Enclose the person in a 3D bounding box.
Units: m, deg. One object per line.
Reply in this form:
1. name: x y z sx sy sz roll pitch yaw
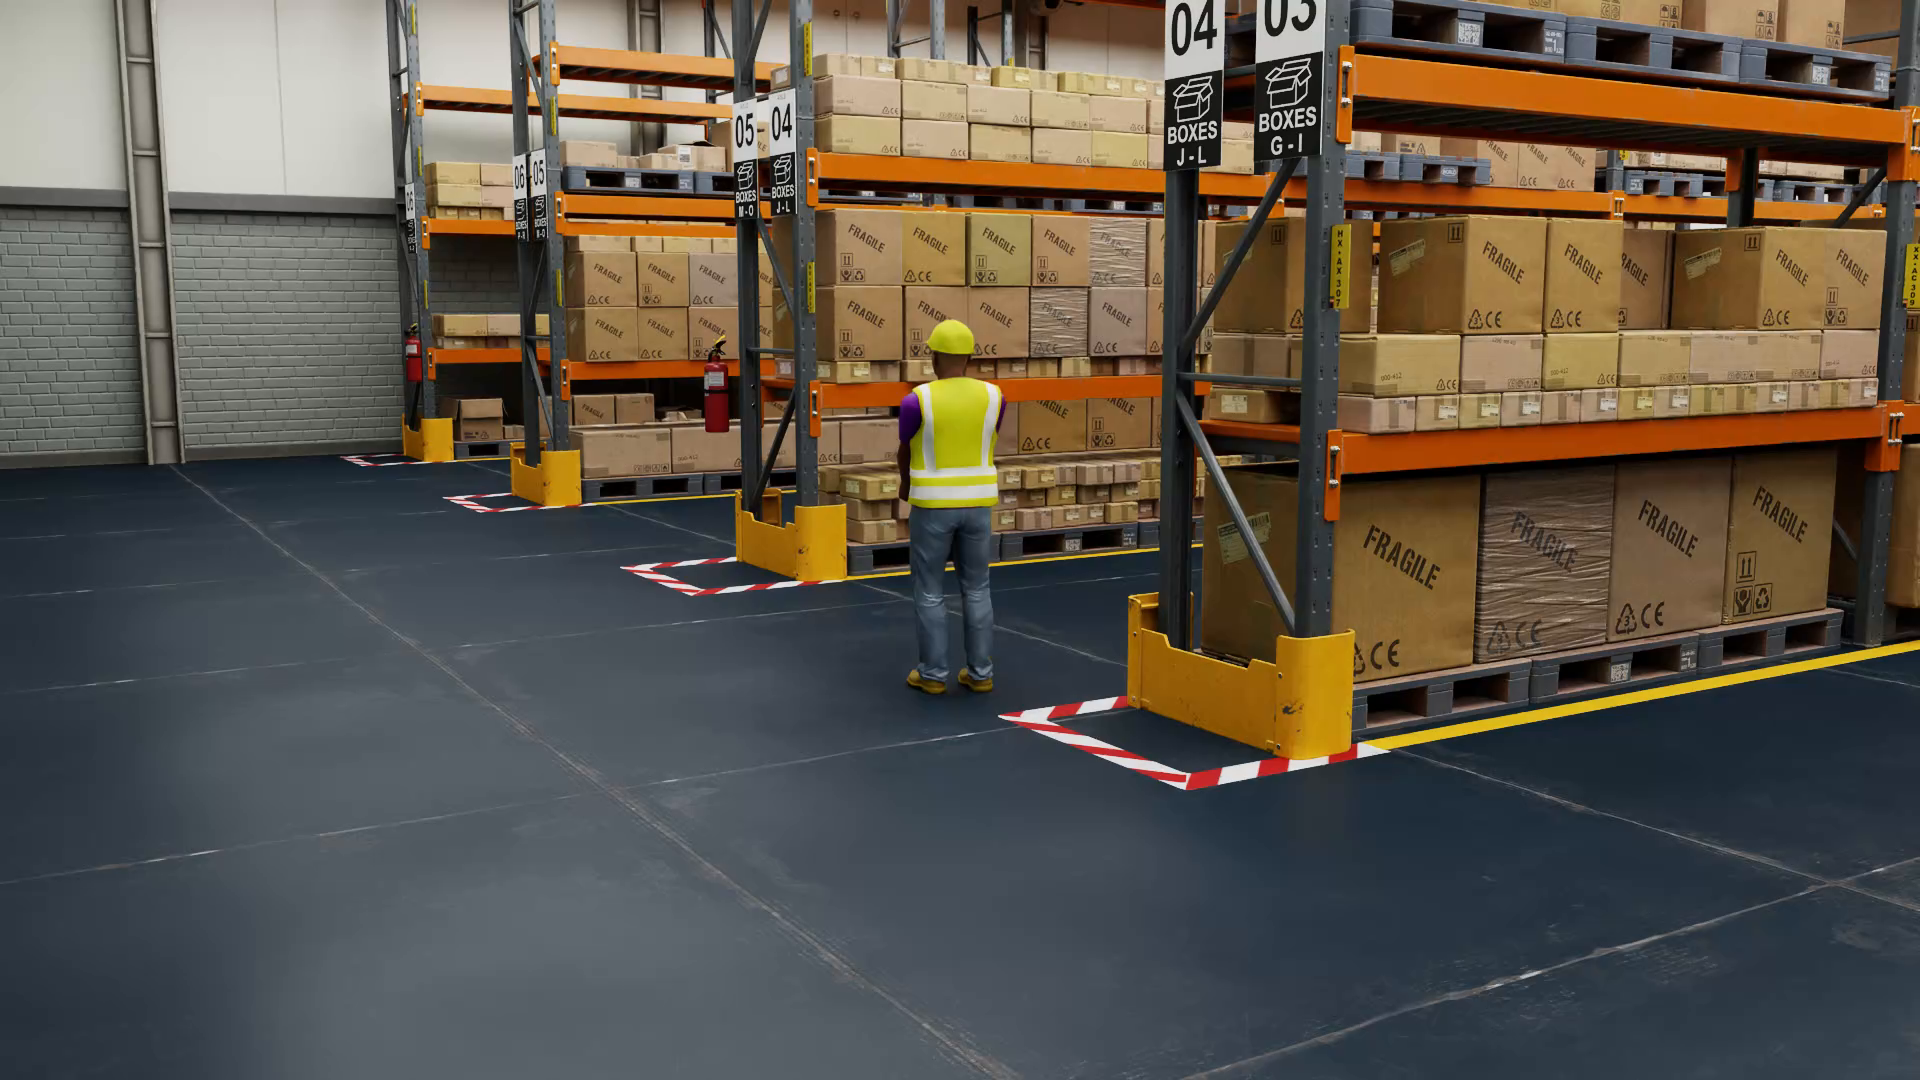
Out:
1. person: -0.078 -0.163 7.907 0.501 1.760 0.576 -3 9 -19
